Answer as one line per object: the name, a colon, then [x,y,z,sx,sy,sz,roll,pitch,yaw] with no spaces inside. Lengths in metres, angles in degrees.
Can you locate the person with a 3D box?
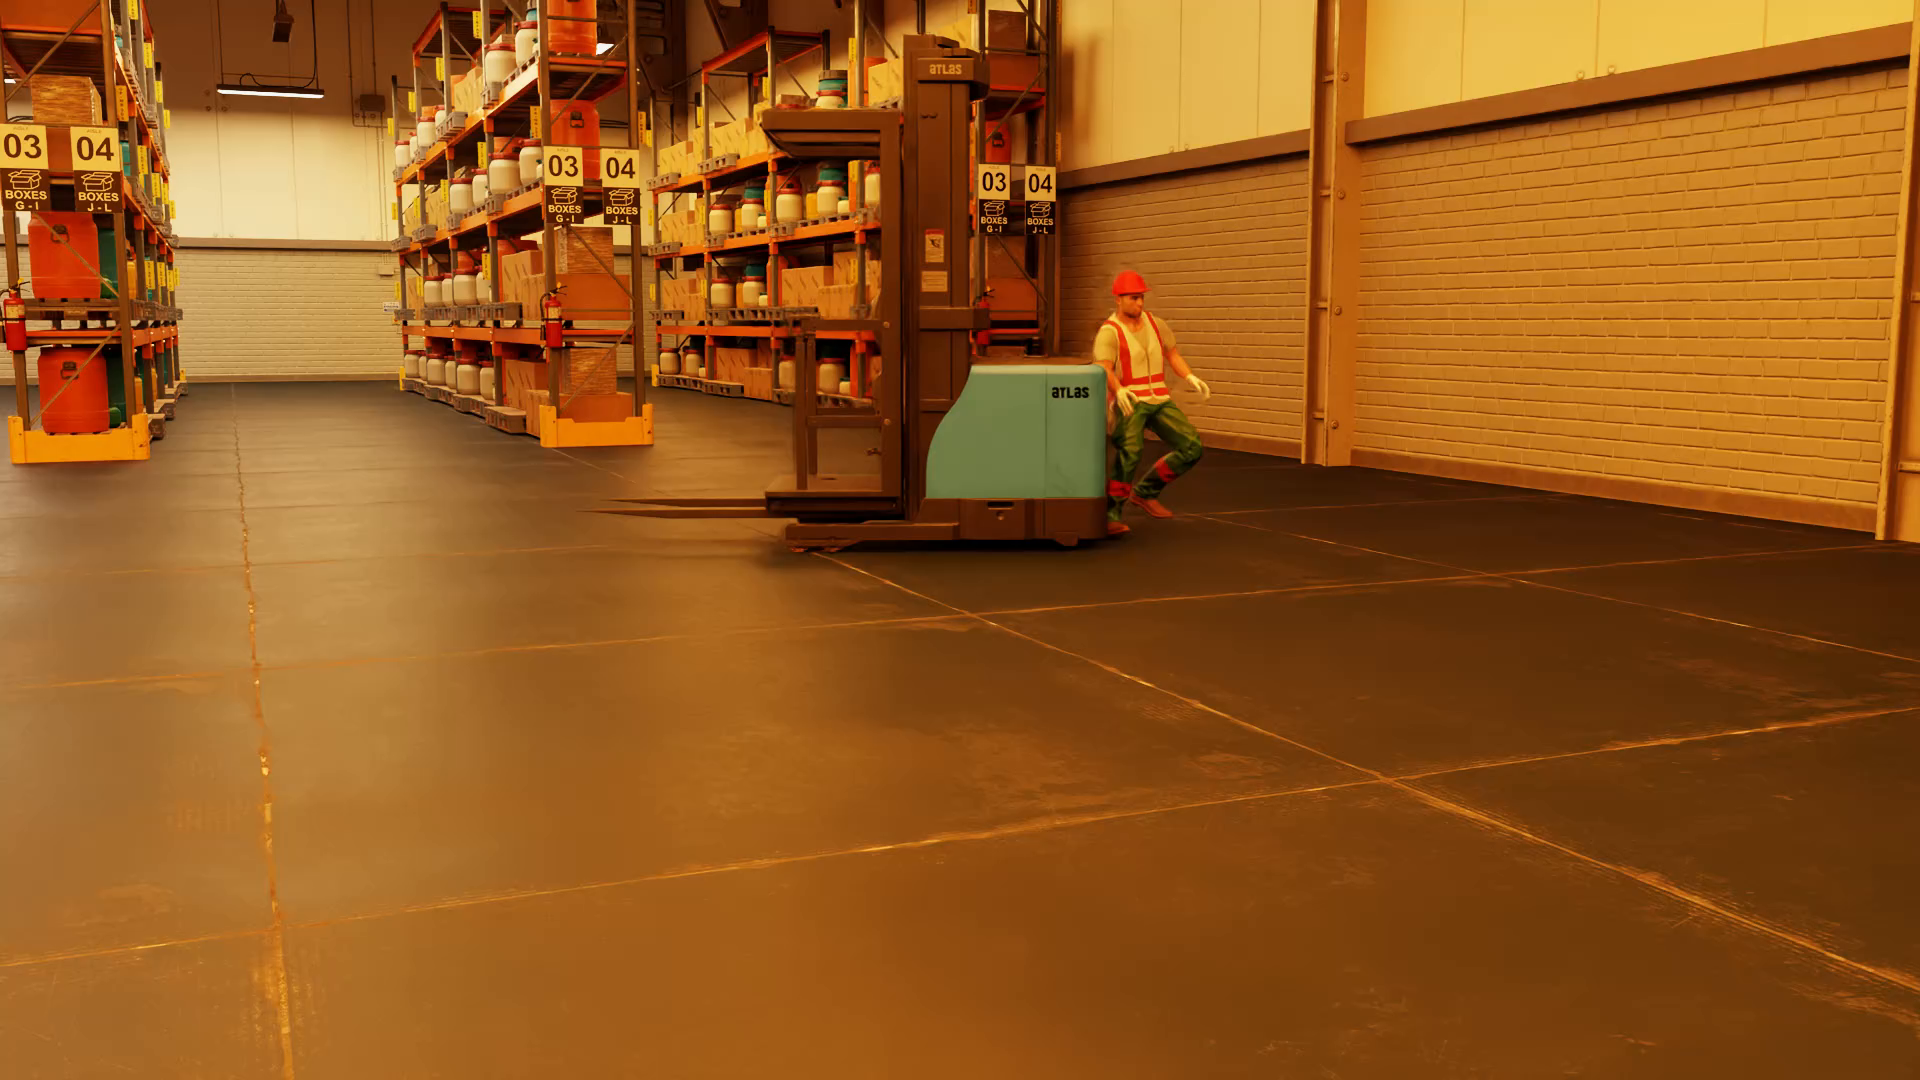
person: [1.166,-0.853,10.405,0.808,1.646,0.667,-4,9,-30]

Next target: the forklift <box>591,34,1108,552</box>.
forklift: [-0.660,-1.451,9.947,3.031,2.935,1.130,0,8,-1]
